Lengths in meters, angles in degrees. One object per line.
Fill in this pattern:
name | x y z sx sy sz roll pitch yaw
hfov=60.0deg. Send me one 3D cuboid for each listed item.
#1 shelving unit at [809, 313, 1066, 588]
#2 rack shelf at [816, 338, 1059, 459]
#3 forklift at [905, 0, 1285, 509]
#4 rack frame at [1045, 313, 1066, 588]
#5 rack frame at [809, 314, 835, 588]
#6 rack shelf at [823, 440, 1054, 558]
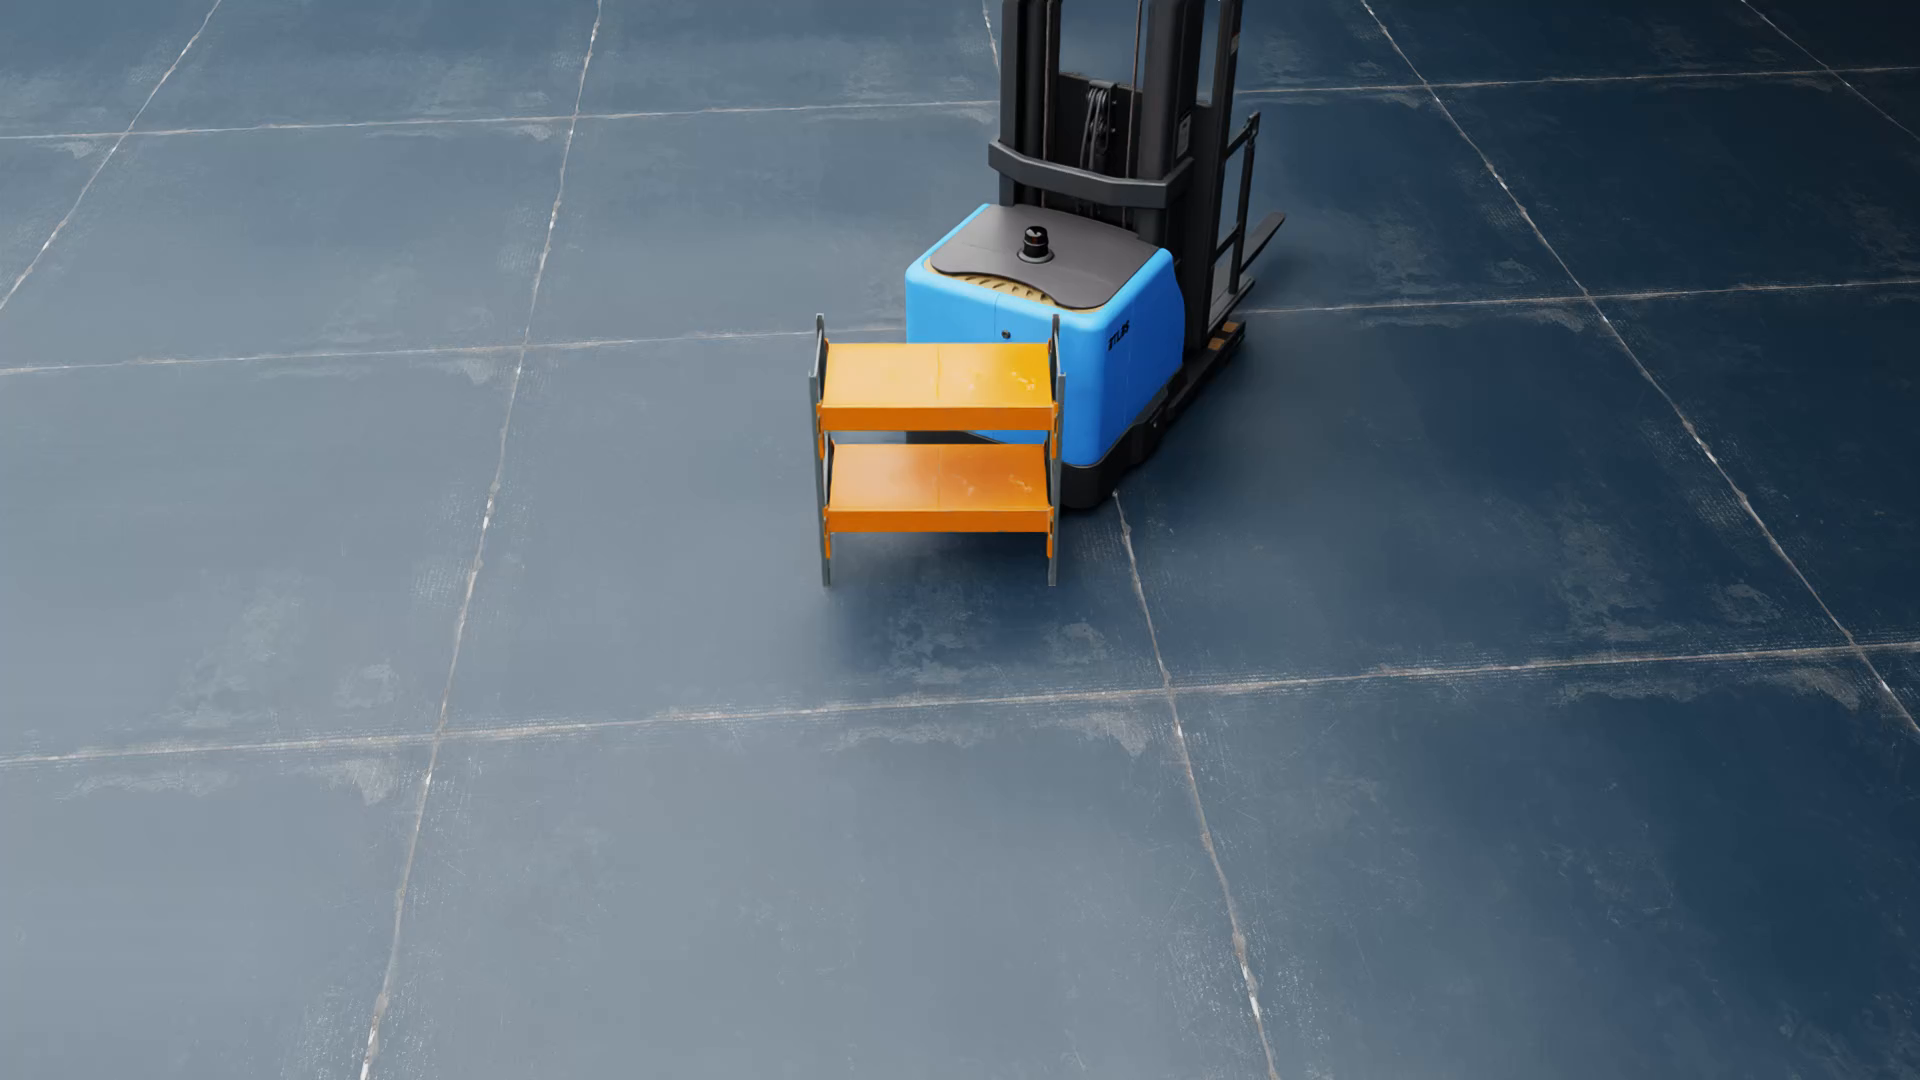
shelving unit | -0.094 -0.381 7.325 1.048 1.125 0.538 0 38 0
rack shelf | -0.094 -0.611 7.144 1.000 0.278 0.538 0 38 0
forklift | 0.893 -2.193 8.164 1.130 2.935 3.031 19 42 23
rack frame | 0.414 -0.382 7.327 0.032 1.125 0.500 0 38 0
rack frame | -0.602 -0.380 7.324 0.032 1.125 0.500 0 38 0
rack shelf | -0.094 -0.189 7.476 1.000 0.278 0.538 0 38 0
